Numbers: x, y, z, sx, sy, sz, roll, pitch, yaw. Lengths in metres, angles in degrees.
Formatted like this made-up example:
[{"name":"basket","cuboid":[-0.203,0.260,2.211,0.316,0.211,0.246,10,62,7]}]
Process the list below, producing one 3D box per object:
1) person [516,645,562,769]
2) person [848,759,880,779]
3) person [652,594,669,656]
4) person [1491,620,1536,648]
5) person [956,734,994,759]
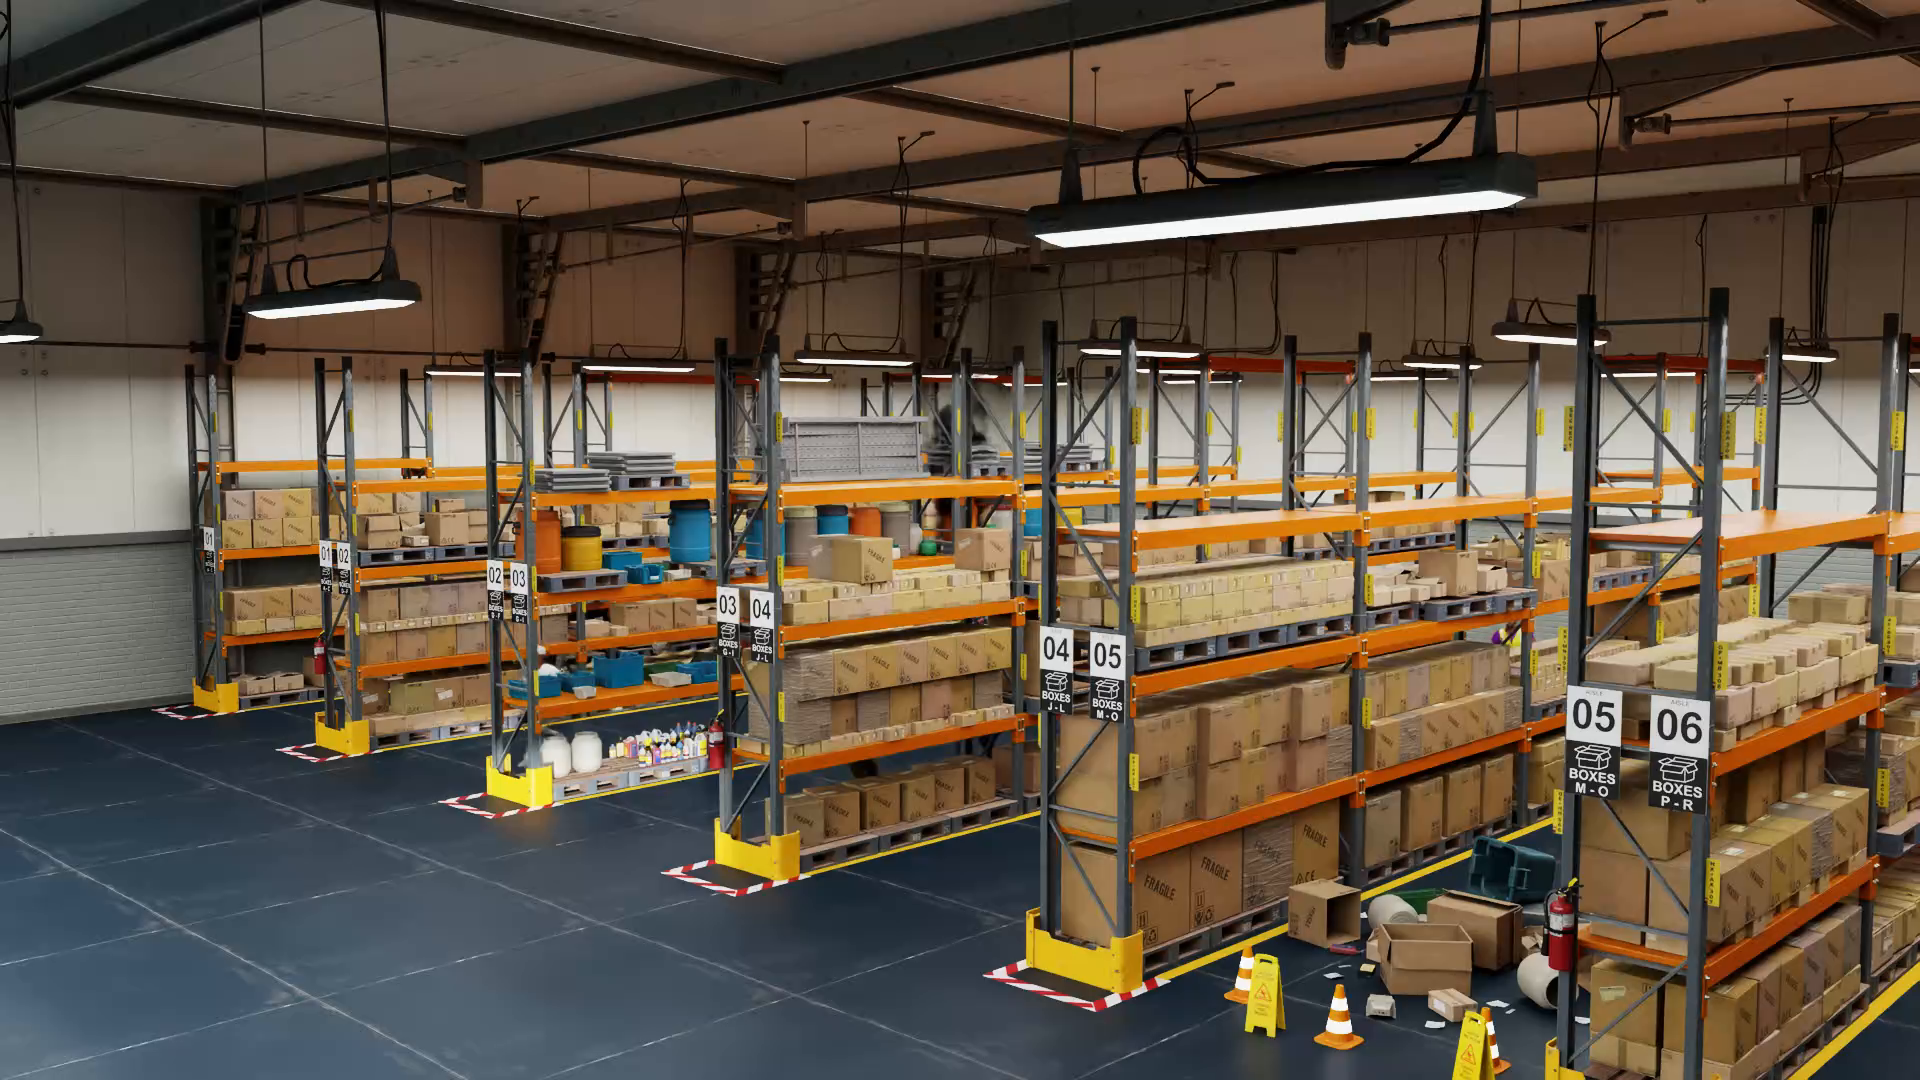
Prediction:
[{"name":"person","cuboid":[-6.197,2.427,24.503,0.712,1.754,0.932,3,5,35]},{"name":"person","cuboid":[-1.374,2.566,22.557,0.703,1.729,0.651,3,5,31]},{"name":"person","cuboid":[-5.871,1.791,32.592,0.669,1.737,0.589,3,5,35]},{"name":"person","cuboid":[9.491,2.121,28.587,0.725,1.767,0.907,2,5,26]},{"name":"person","cuboid":[0.237,2.555,23.412,0.579,1.711,0.759,3,5,35]}]
